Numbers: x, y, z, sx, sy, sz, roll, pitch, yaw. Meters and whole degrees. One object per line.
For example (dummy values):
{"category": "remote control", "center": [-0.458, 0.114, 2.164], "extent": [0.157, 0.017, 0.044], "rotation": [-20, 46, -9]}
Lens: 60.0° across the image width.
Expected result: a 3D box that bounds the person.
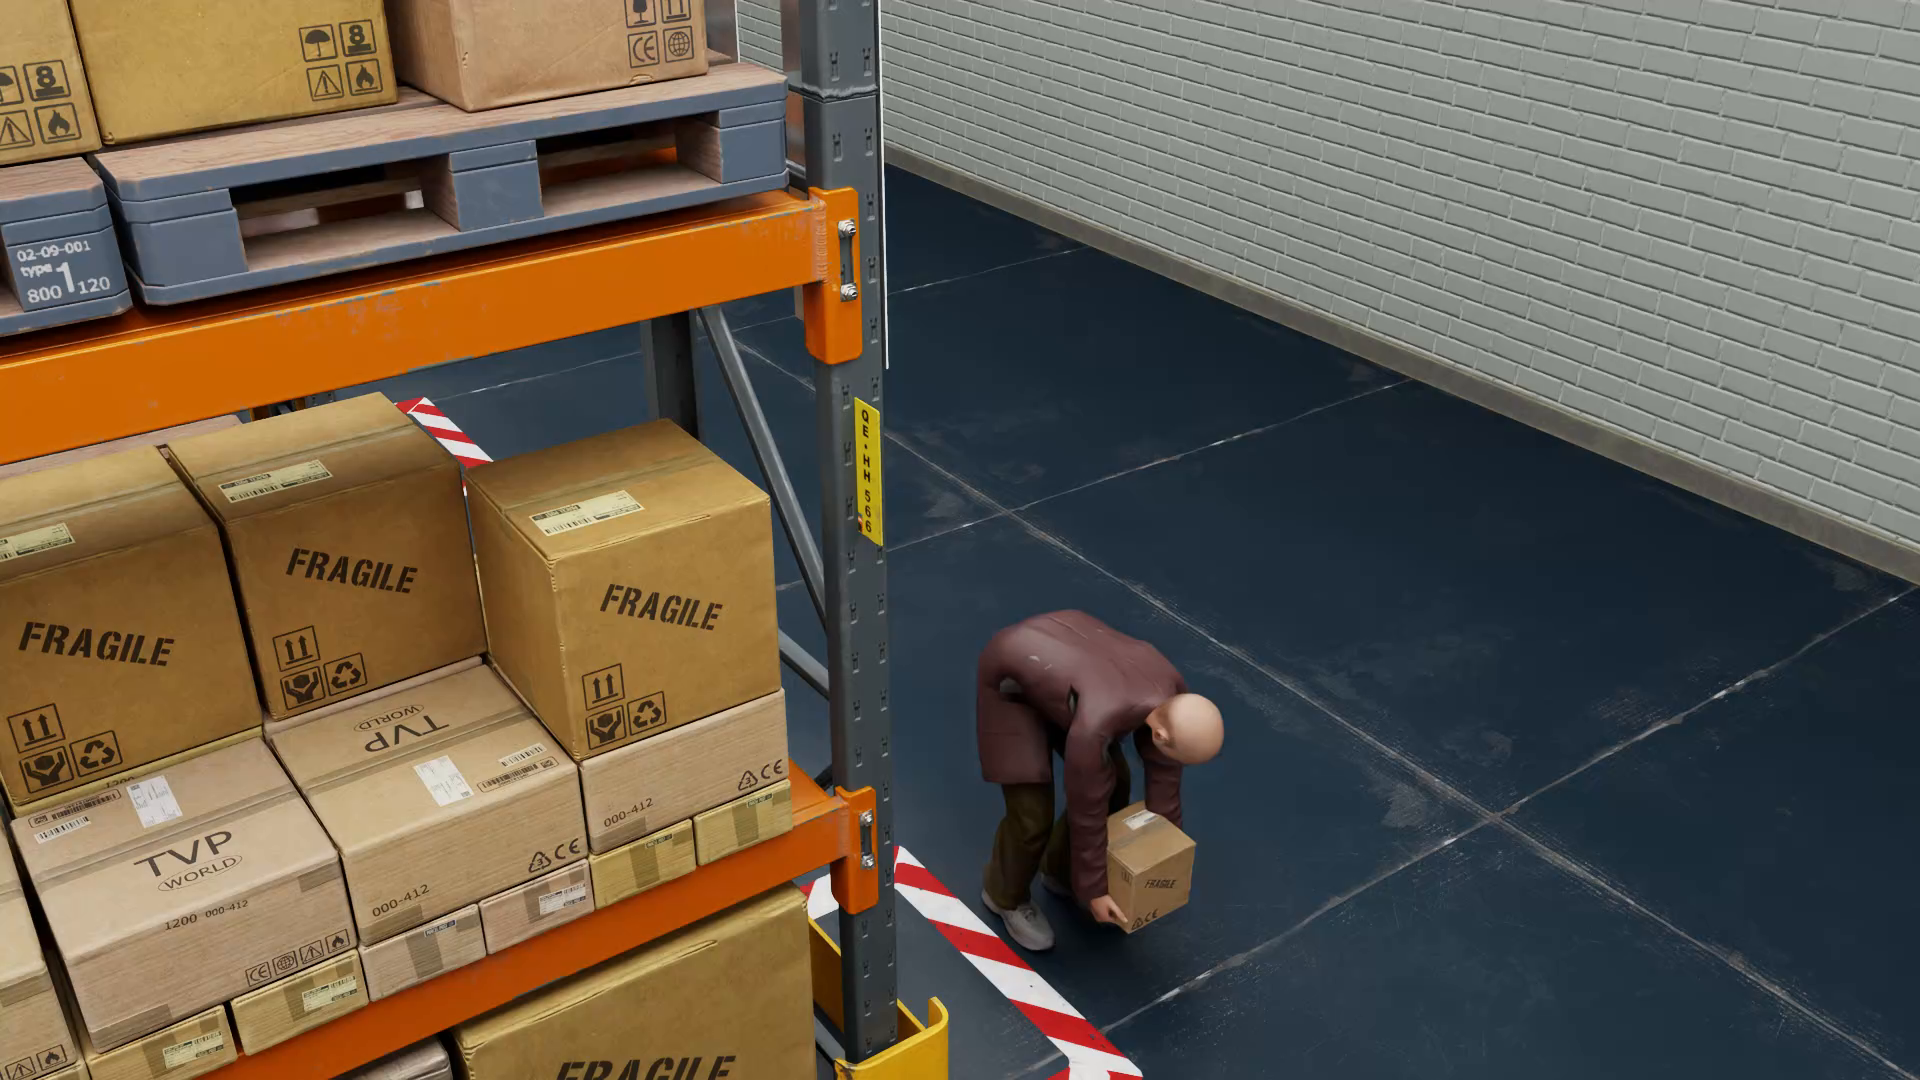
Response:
{"category": "person", "center": [0.427, 0.830, 5.253], "extent": [0.558, 1.155, 0.945], "rotation": [-20, 34, -32]}
